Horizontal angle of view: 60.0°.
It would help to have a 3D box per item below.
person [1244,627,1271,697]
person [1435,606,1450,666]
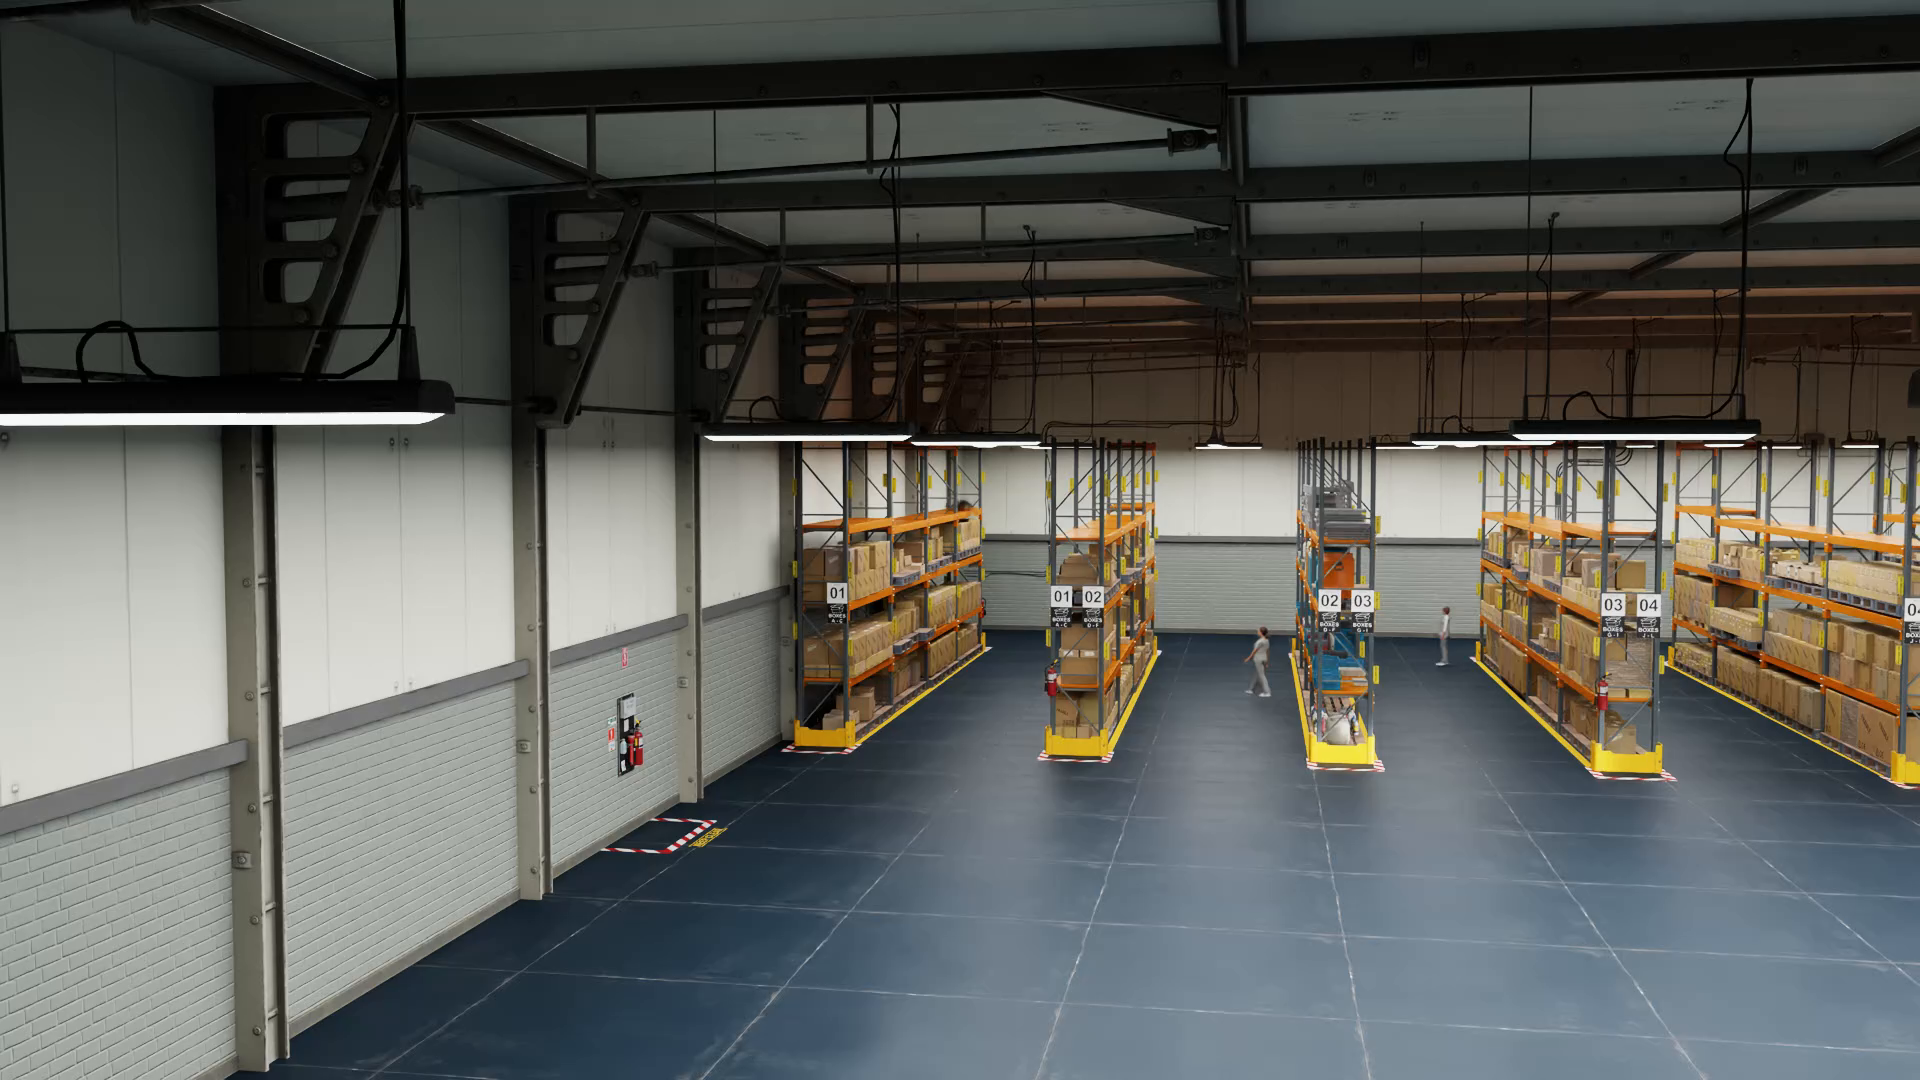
[{"bbox_3d":[6.937,2.831,38.873,0.578,1.618,0.923,-2,4,-37],"label":"person"},{"bbox_3d":[12.943,2.569,44.621,0.380,1.607,0.440,1,3,22],"label":"person"}]
